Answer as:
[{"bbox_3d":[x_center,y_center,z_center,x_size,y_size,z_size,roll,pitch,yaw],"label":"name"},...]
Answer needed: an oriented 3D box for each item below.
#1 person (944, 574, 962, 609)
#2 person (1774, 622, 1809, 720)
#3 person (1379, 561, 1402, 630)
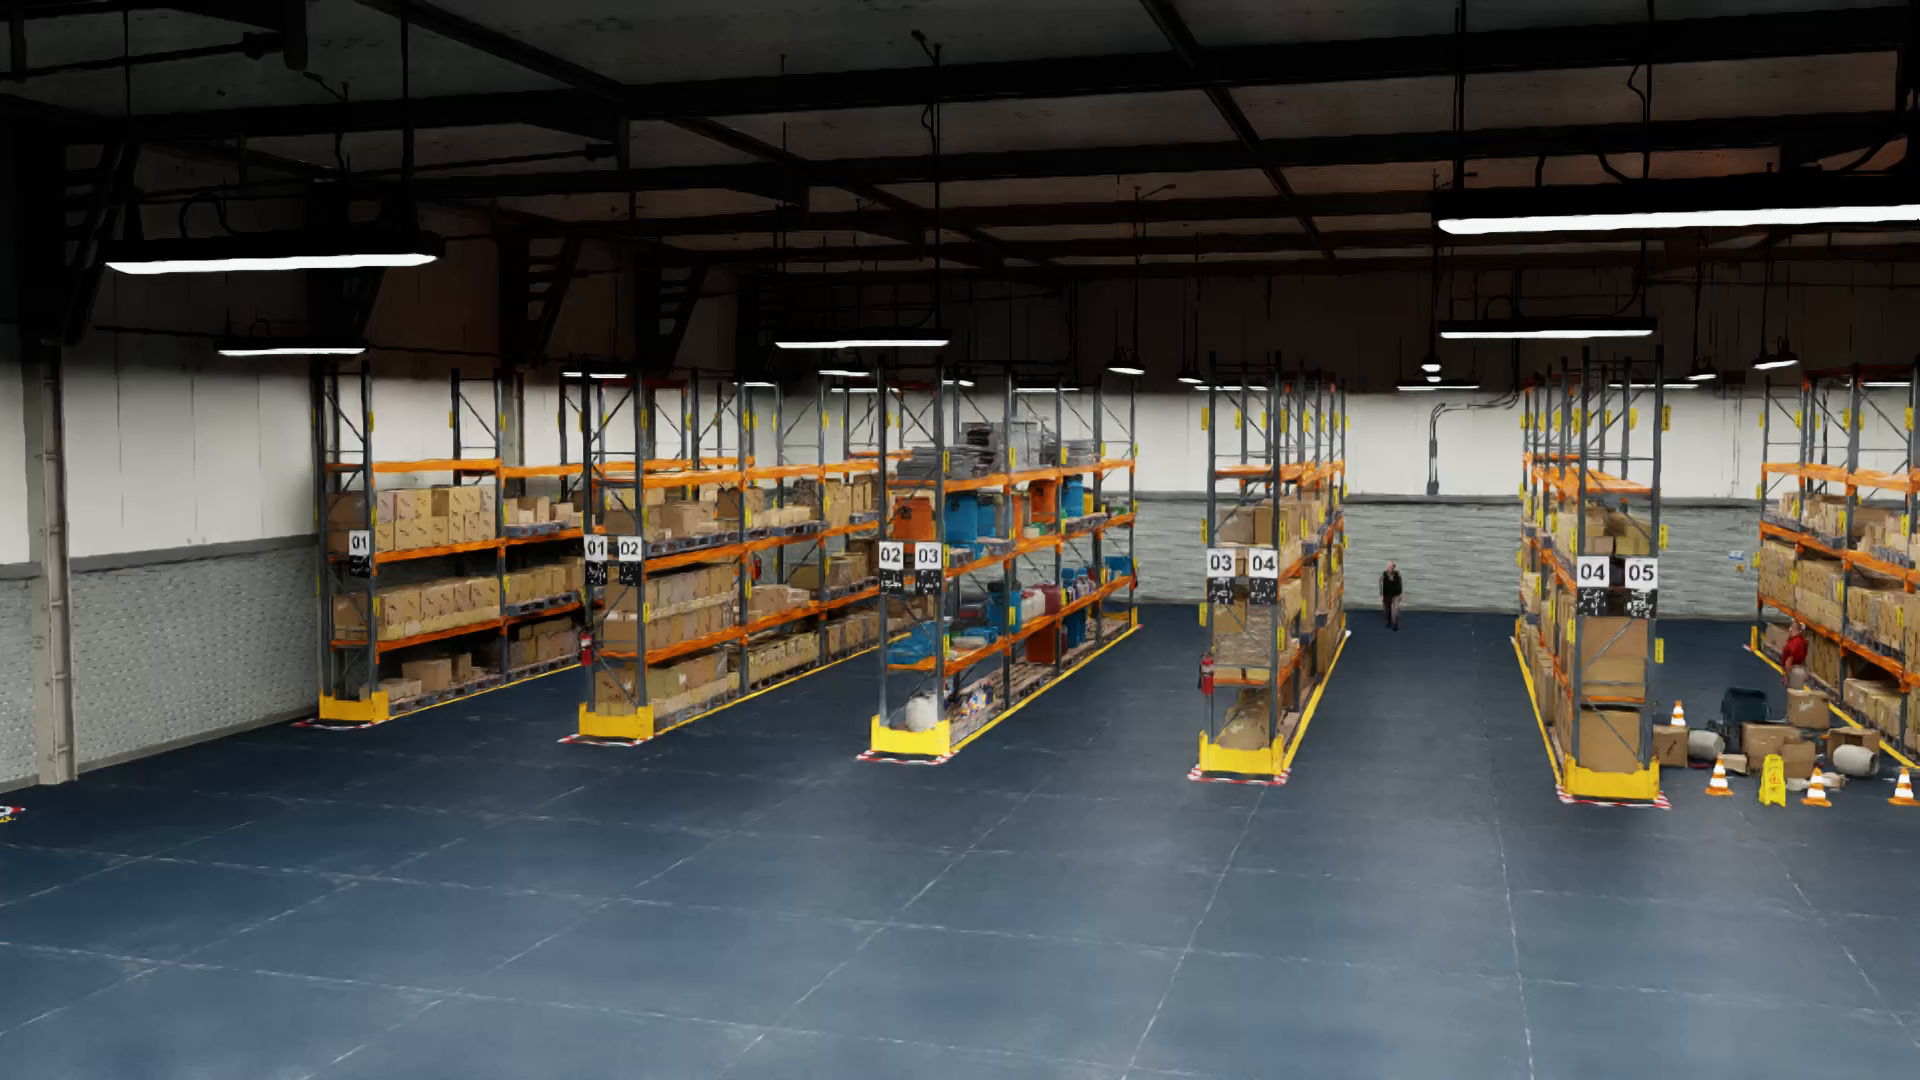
[{"bbox_3d":[-0.232,1.032,43.418,0.584,1.747,0.932,-1,4,-10],"label":"person"},{"bbox_3d":[13.543,2.194,27.060,0.593,1.719,0.652,4,6,42],"label":"person"},{"bbox_3d":[10.359,1.312,40.013,0.543,1.647,1.115,1,4,18],"label":"person"}]
